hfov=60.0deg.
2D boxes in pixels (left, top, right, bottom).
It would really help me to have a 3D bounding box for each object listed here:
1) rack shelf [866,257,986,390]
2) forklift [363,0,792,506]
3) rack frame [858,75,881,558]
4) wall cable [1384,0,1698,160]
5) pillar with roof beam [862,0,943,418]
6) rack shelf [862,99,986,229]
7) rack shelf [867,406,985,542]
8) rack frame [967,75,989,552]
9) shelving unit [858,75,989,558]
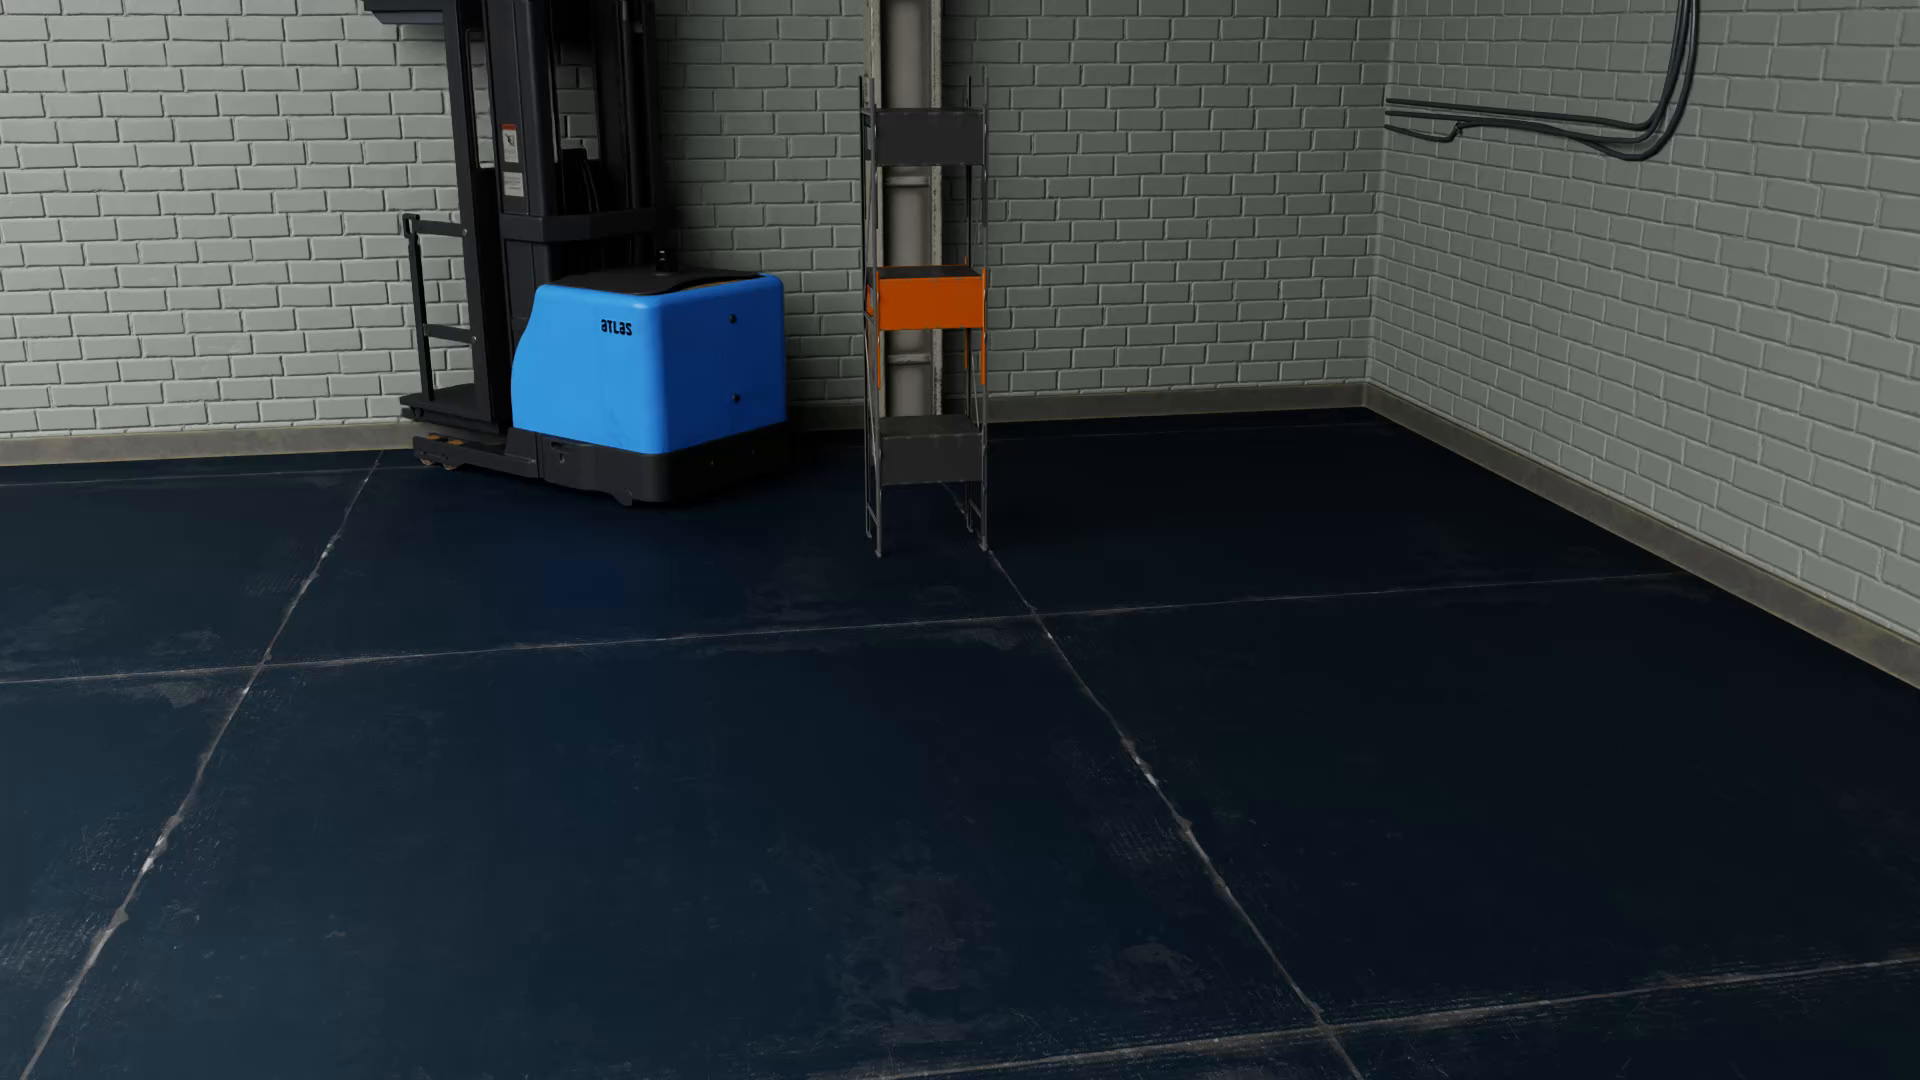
[{"bbox_3d":[-0.162,-0.981,7.478,0.480,0.518,0.431,-3,17,-10],"label":"rack shelf"},{"bbox_3d":[-2.391,-1.890,8.973,3.031,2.935,1.130,12,21,34],"label":"forklift"},{"bbox_3d":[-0.402,-0.981,7.429,0.015,2.100,0.400,-3,17,-10],"label":"rack frame"},{"bbox_3d":[2.821,-3.249,8.351,0.112,2.526,3.097,-3,17,-10],"label":"wall cable"},{"bbox_3d":[0.494,-3.709,4.562,0.400,9.000,9.100,-3,17,-10],"label":"pillar with roof beam"},{"bbox_3d":[-0.163,-1.651,7.272,0.480,0.518,0.431,-3,17,-10],"label":"rack shelf"},{"bbox_3d":[-0.162,-0.312,7.683,0.480,0.518,0.431,-3,17,-10],"label":"rack shelf"},{"bbox_3d":[0.077,-1.008,7.518,0.015,2.100,0.400,-3,17,-10],"label":"rack frame"},{"bbox_3d":[-0.163,-0.995,7.474,0.503,2.100,0.431,-3,17,-10],"label":"shelving unit"}]
